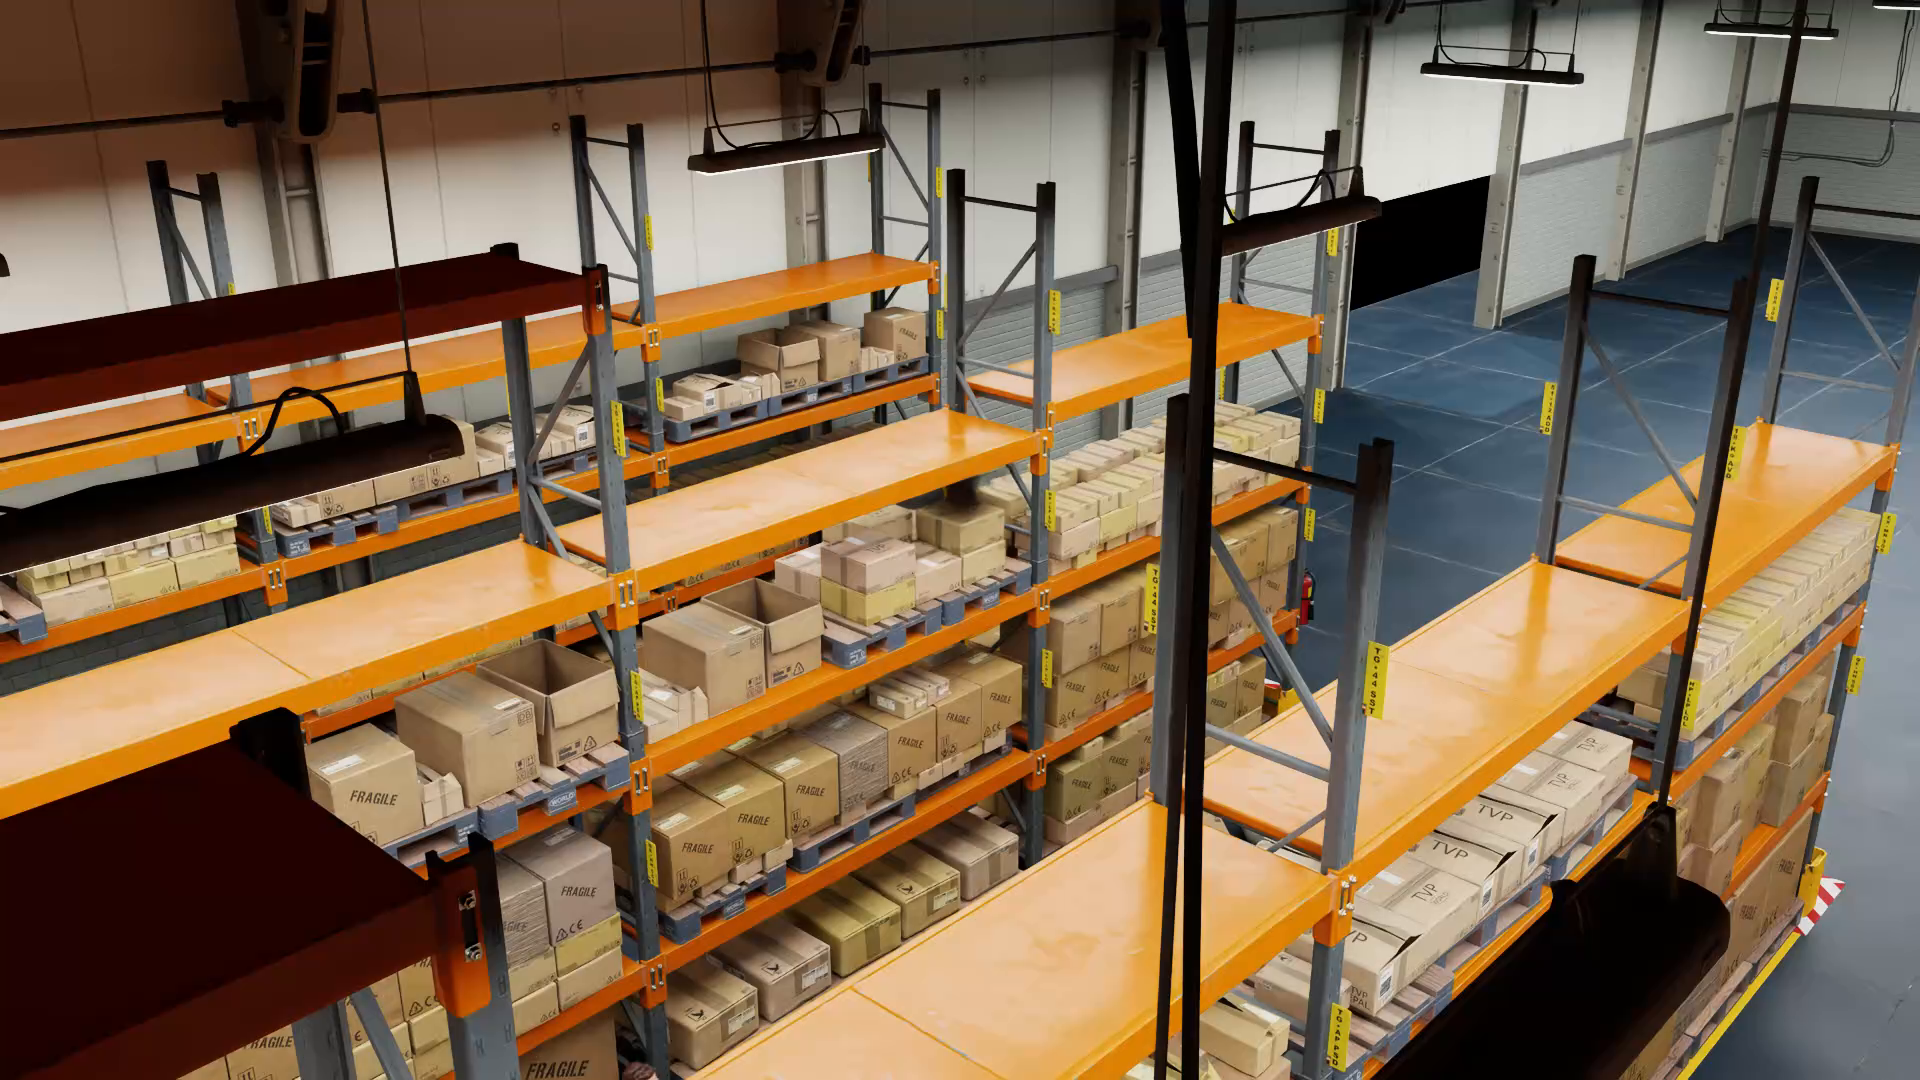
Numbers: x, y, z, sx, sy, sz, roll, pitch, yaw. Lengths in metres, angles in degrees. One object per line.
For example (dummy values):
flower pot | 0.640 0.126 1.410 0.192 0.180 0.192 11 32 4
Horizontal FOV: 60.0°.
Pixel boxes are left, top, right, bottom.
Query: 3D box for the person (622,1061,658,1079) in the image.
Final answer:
person | -1.804 3.832 9.856 0.492 1.686 0.509 14 25 32
